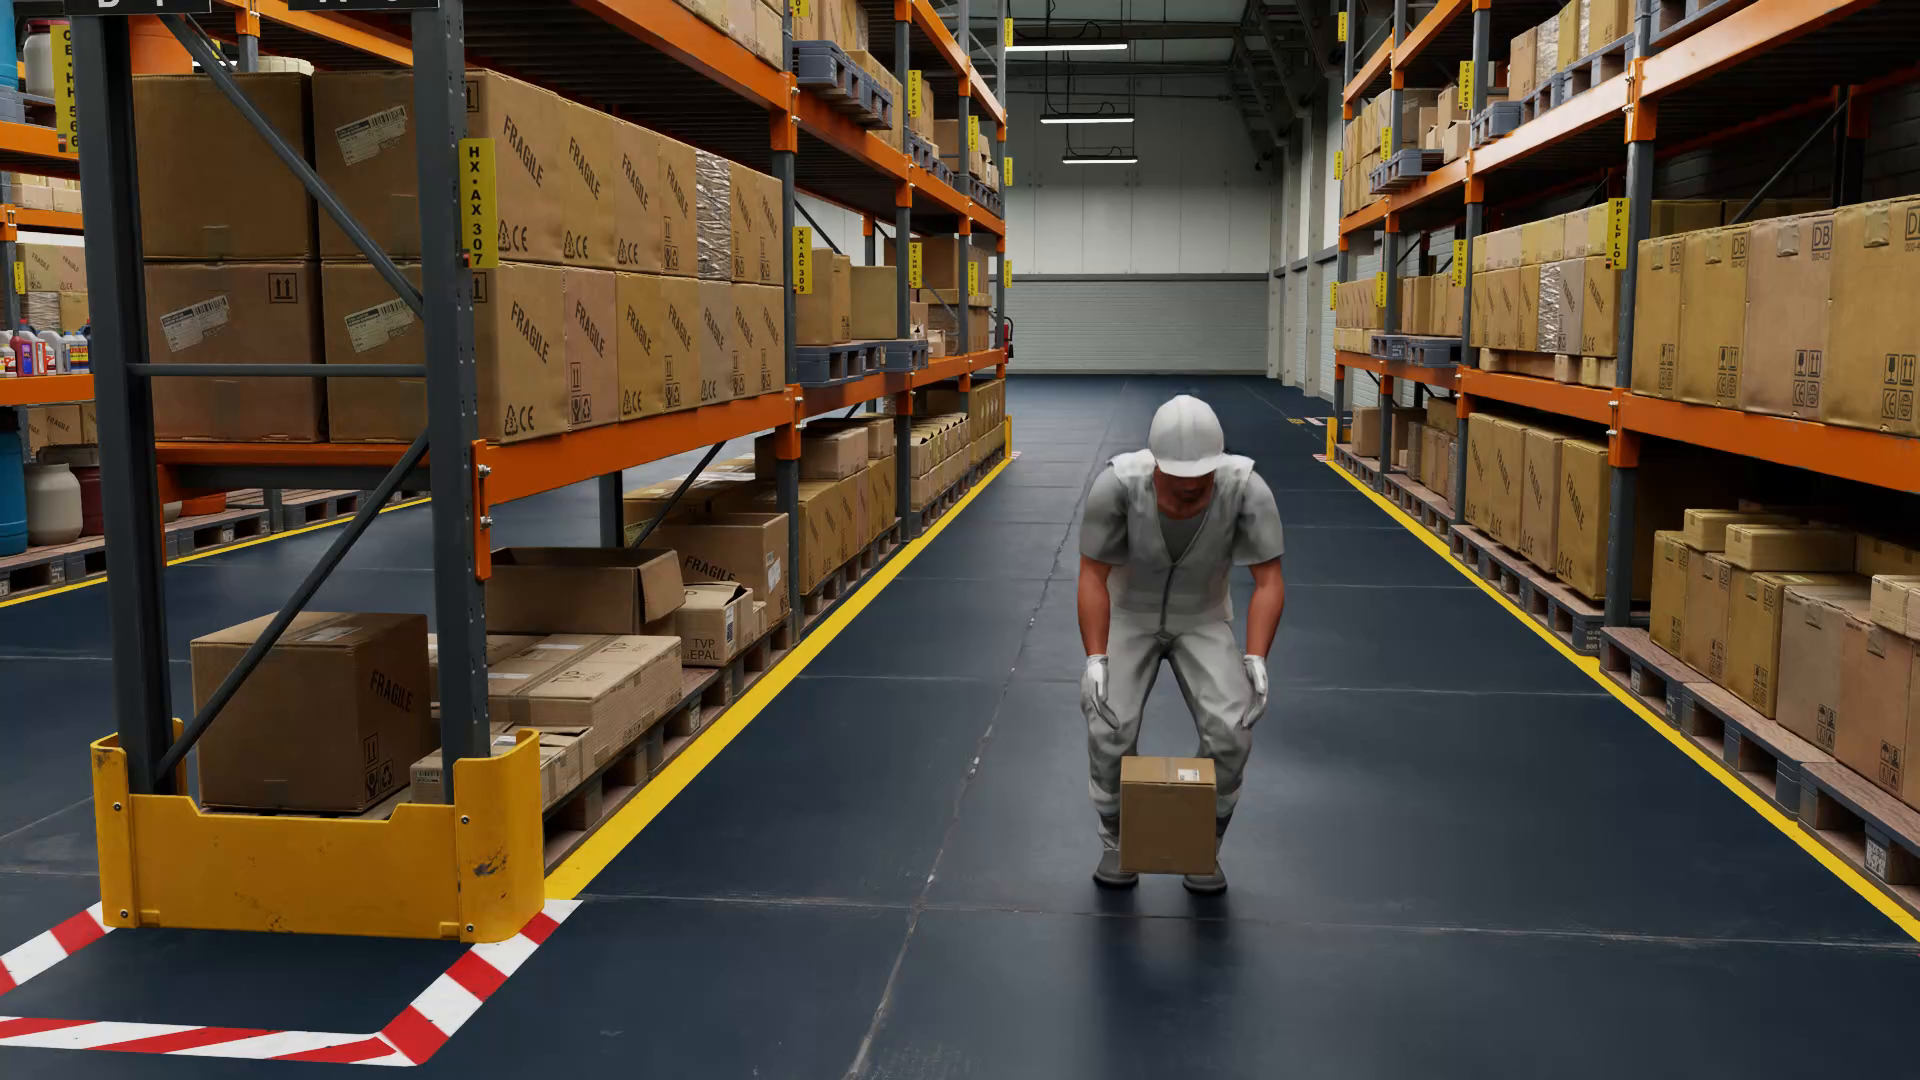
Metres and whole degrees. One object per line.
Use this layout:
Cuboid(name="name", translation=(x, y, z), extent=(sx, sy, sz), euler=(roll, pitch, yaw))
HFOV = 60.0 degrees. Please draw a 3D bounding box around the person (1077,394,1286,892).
Cuboid(name="person", translation=(0.633, 0.293, 4.797), extent=(0.583, 1.443, 0.749), euler=(1, 8, 6))
